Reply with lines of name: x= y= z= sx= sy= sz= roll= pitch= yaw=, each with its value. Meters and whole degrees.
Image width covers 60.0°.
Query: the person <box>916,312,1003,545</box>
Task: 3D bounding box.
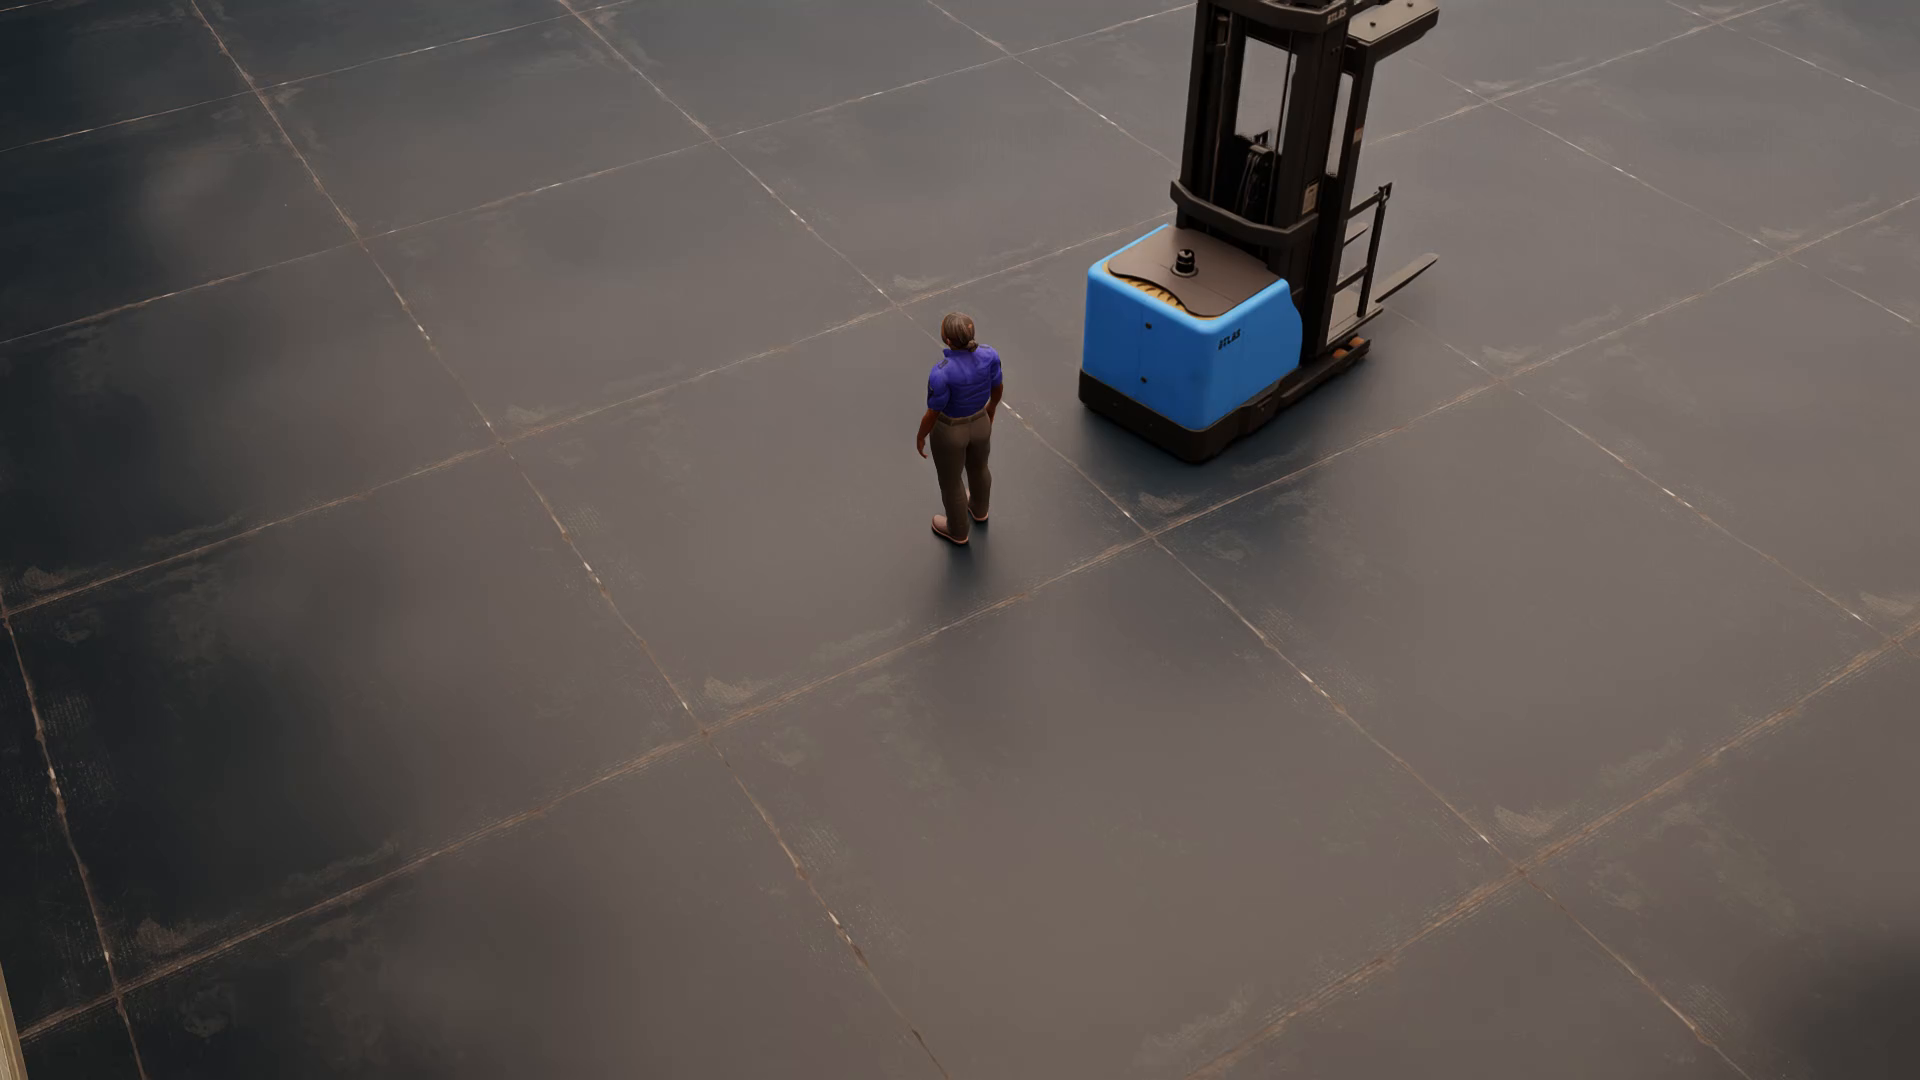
person: x=-0.030 y=-0.684 z=9.613 sx=0.569 sy=1.654 sz=0.504 roll=-23 pitch=46 yaw=-24

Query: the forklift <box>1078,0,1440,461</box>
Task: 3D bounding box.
forklift: x=2.188 y=-2.466 z=10.693 sx=3.031 sy=2.935 sz=1.130 roll=-33 pitch=51 yaw=-32
